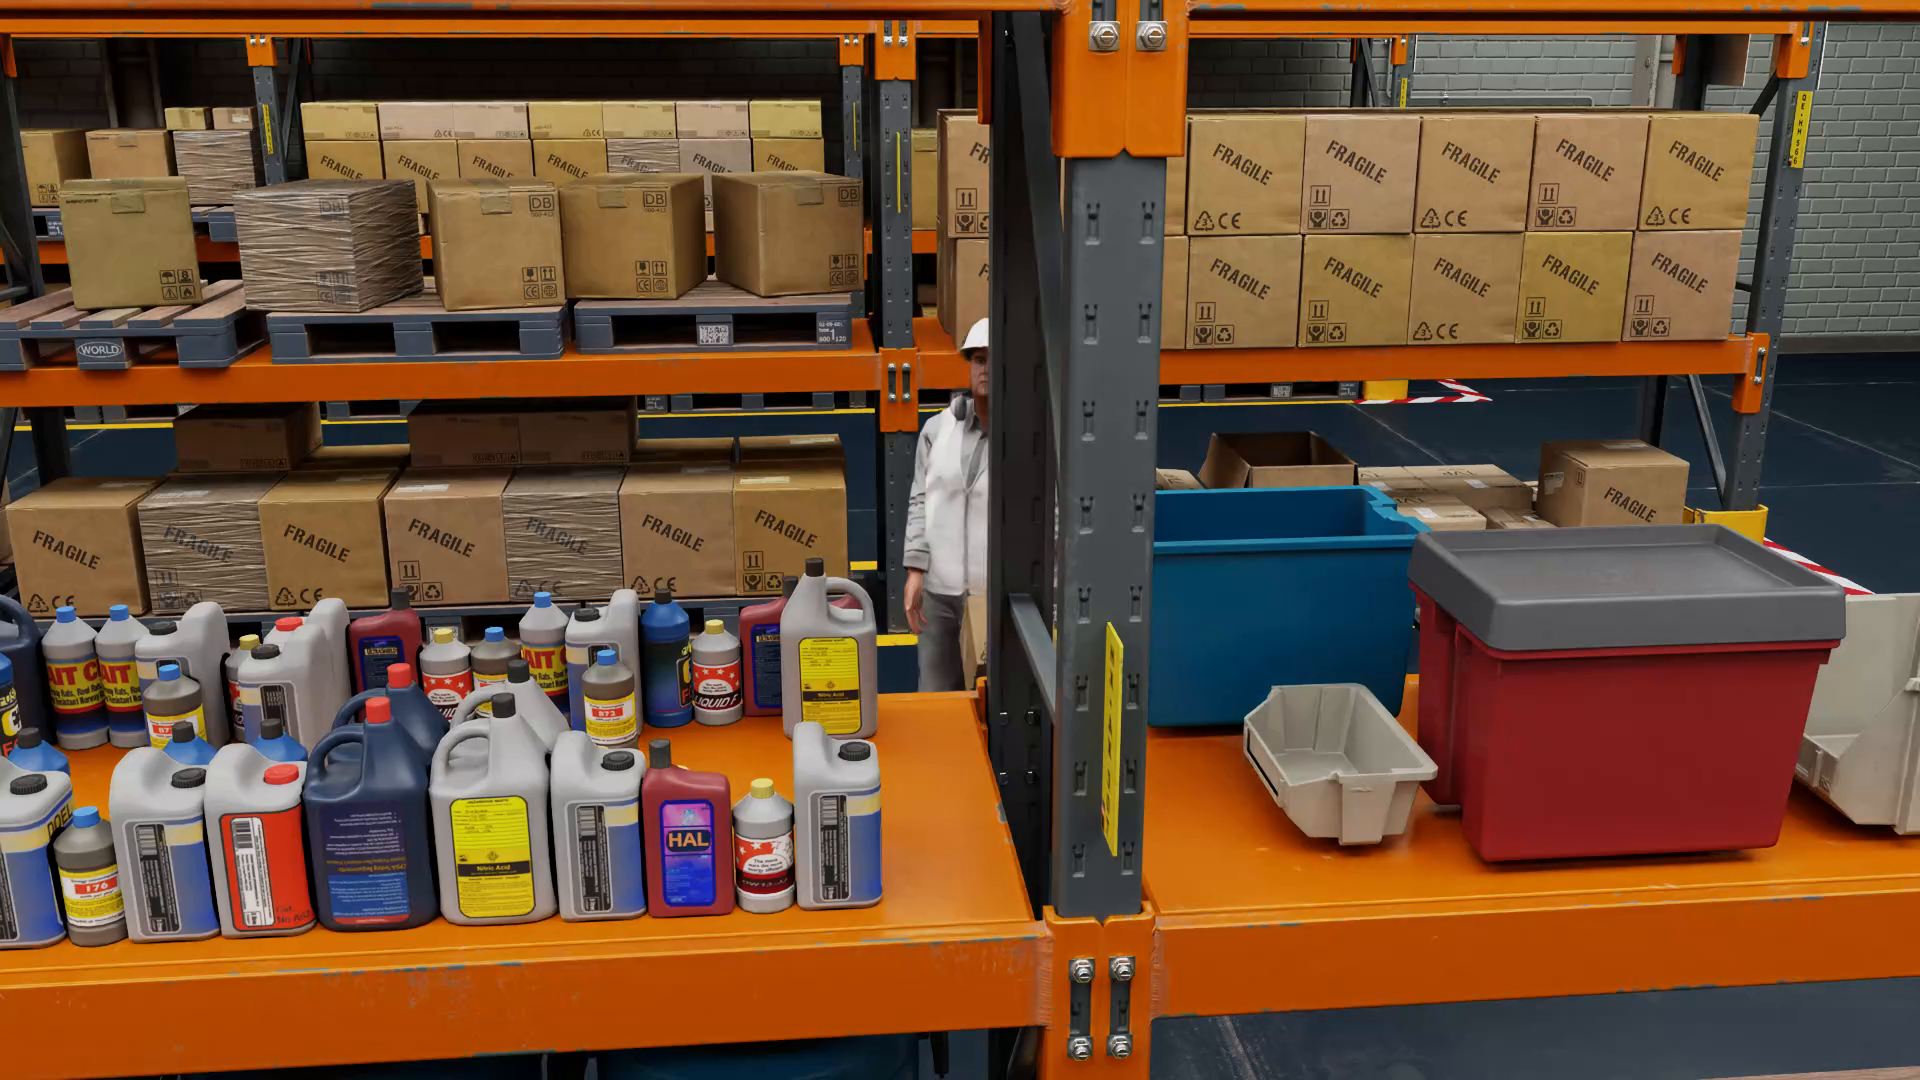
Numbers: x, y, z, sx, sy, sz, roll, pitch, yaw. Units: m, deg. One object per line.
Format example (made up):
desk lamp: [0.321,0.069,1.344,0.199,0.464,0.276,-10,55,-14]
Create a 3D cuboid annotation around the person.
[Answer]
person: [0.080,0.242,5.475,0.453,1.490,0.375,6,17,18]
